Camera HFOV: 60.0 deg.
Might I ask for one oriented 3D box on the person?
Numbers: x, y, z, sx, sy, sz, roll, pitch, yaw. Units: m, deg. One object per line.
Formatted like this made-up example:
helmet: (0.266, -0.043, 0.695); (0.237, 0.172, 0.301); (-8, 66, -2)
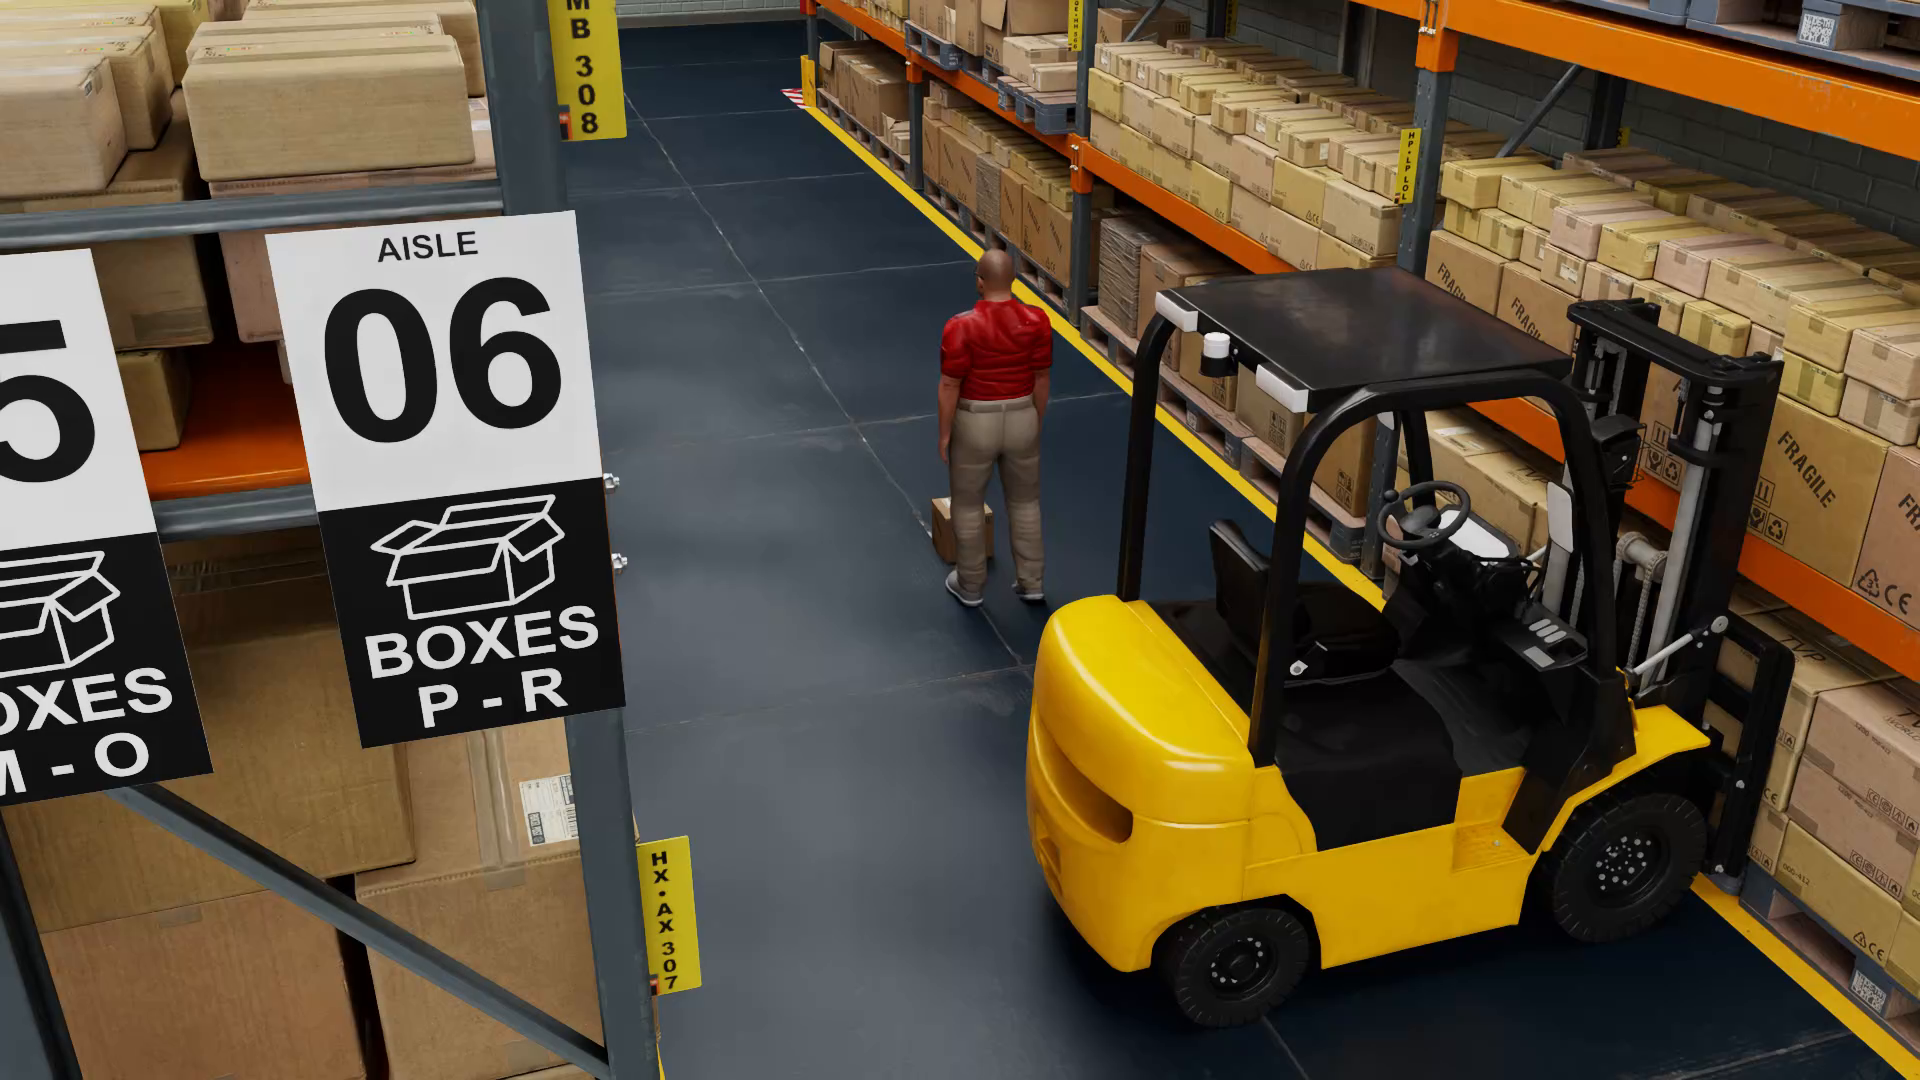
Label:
person: (0.141, -0.492, 7.692); (0.533, 1.774, 0.394); (-8, 27, -15)
